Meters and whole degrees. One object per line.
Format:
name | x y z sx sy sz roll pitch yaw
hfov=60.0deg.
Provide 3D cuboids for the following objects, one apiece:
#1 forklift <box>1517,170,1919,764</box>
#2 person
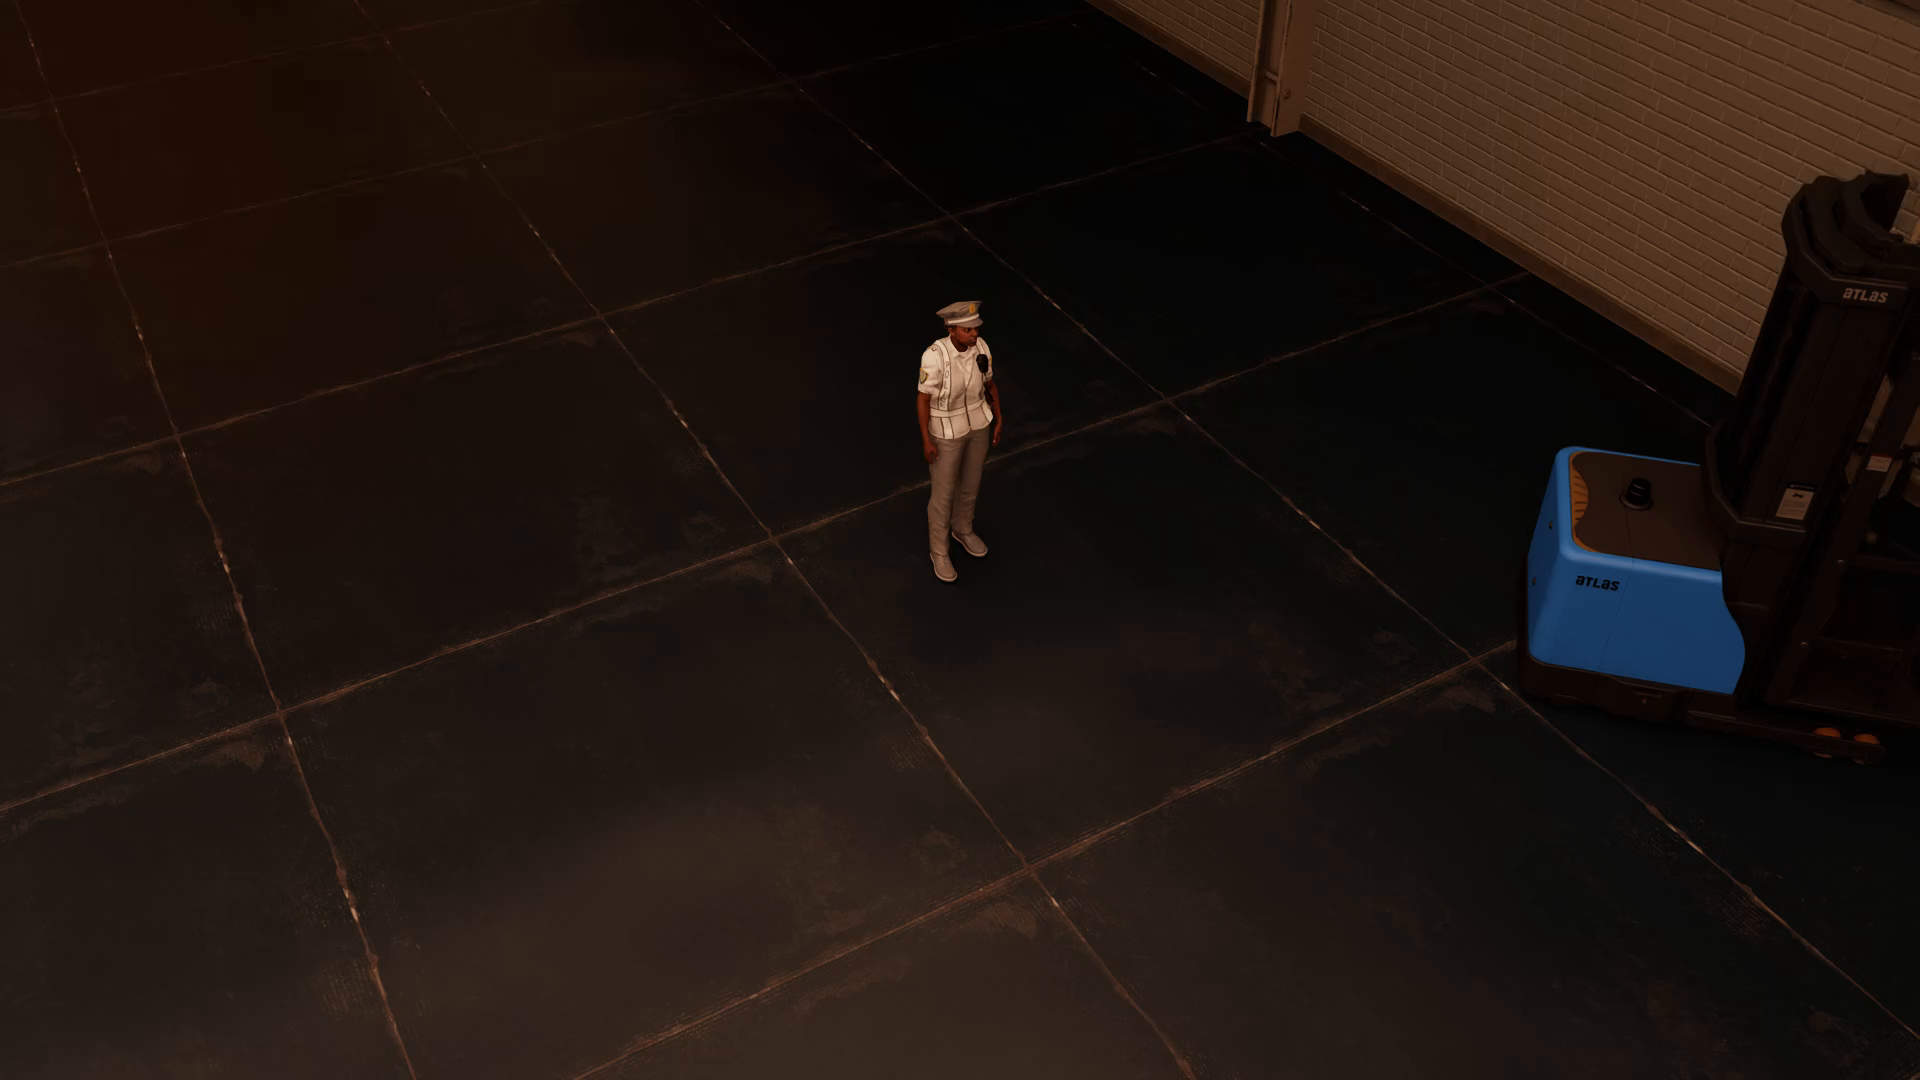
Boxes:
forklift | 4.678 -0.308 8.407 3.031 2.935 1.130 9 41 11
person | 0.021 -0.610 9.729 0.570 1.697 0.528 -20 44 -23
